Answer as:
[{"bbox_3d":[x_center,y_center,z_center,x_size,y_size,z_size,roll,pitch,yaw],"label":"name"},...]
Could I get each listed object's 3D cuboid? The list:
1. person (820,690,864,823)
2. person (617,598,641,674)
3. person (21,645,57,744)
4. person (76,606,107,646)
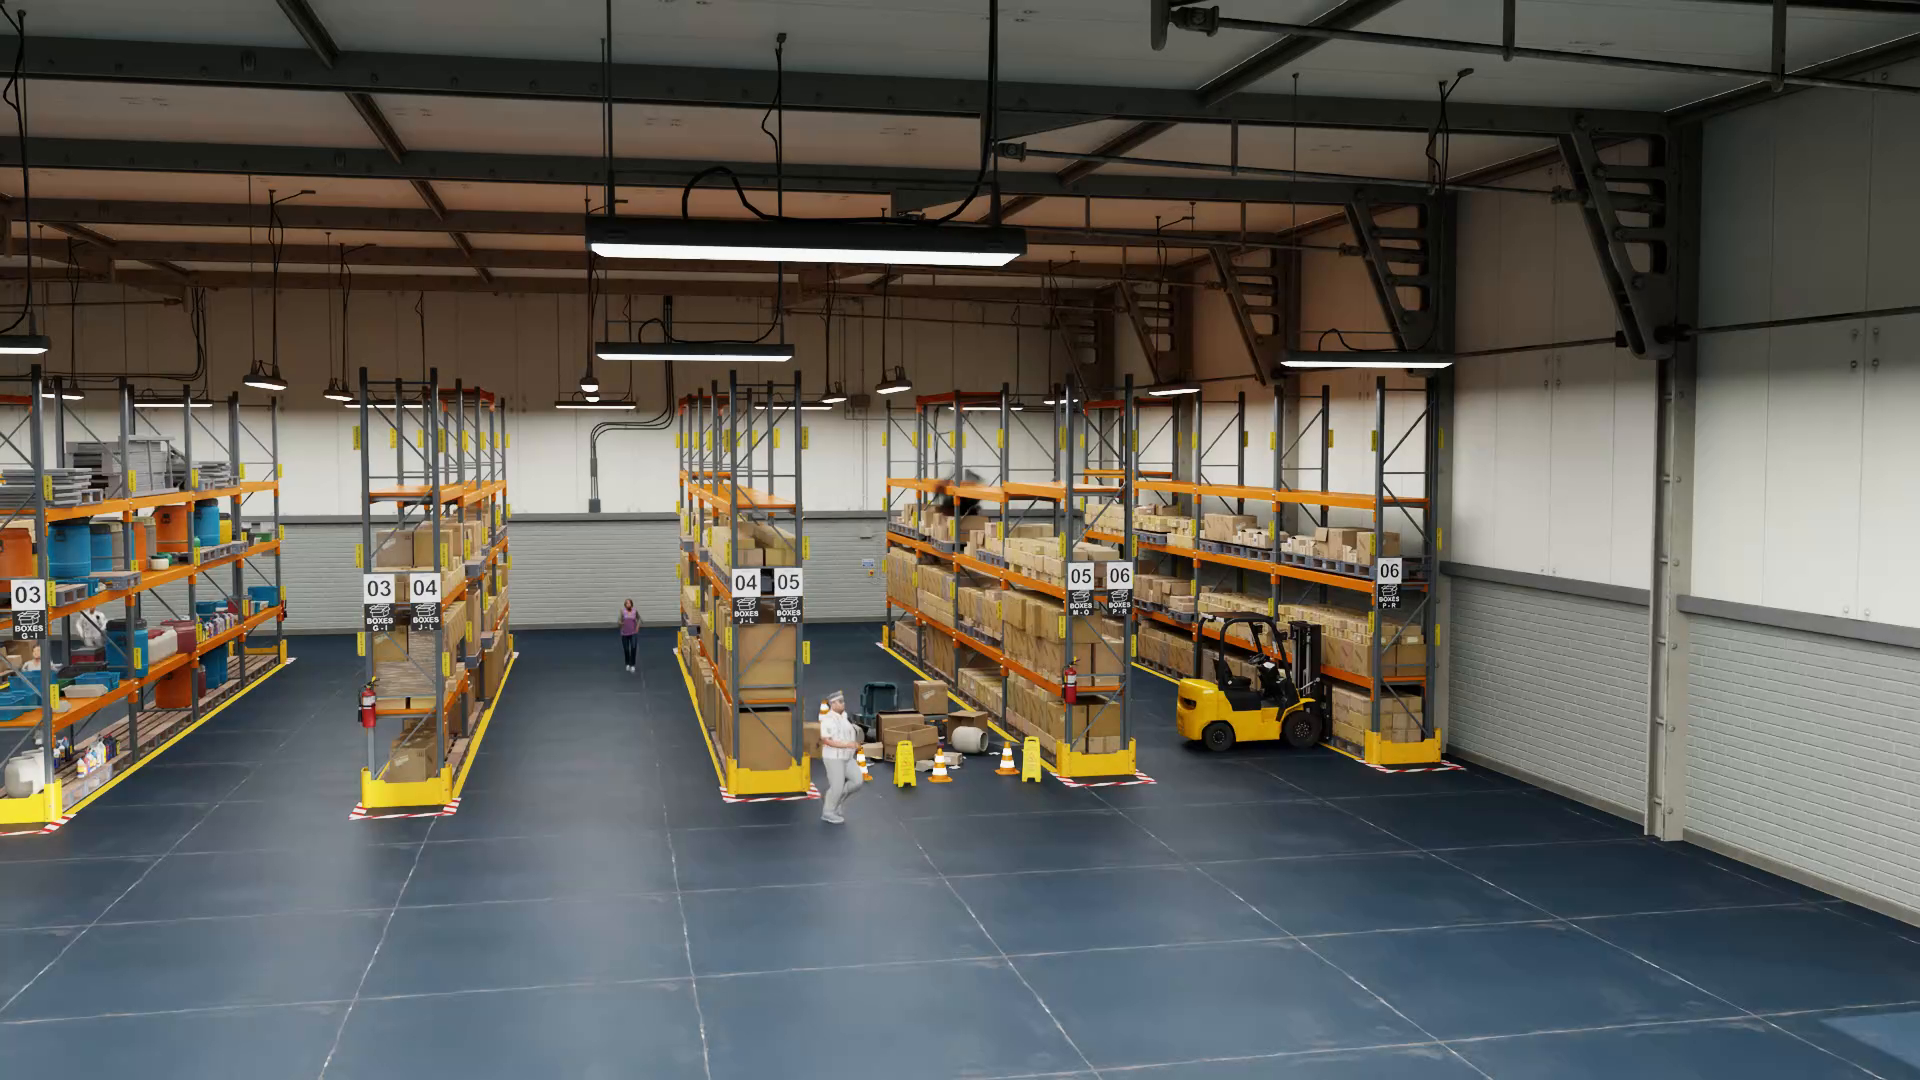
[{"bbox_3d":[-1.536,2.829,21.761,0.607,1.743,0.651,2,4,29],"label":"person"},{"bbox_3d":[-7.119,2.070,35.823,0.514,1.623,0.652,-1,3,-11],"label":"person"},{"bbox_3d":[-15.303,2.555,27.644,0.601,1.625,0.569,-1,3,-10],"label":"person"},{"bbox_3d":[-18.408,2.079,35.280,0.620,1.690,0.787,-2,4,-25],"label":"person"}]
